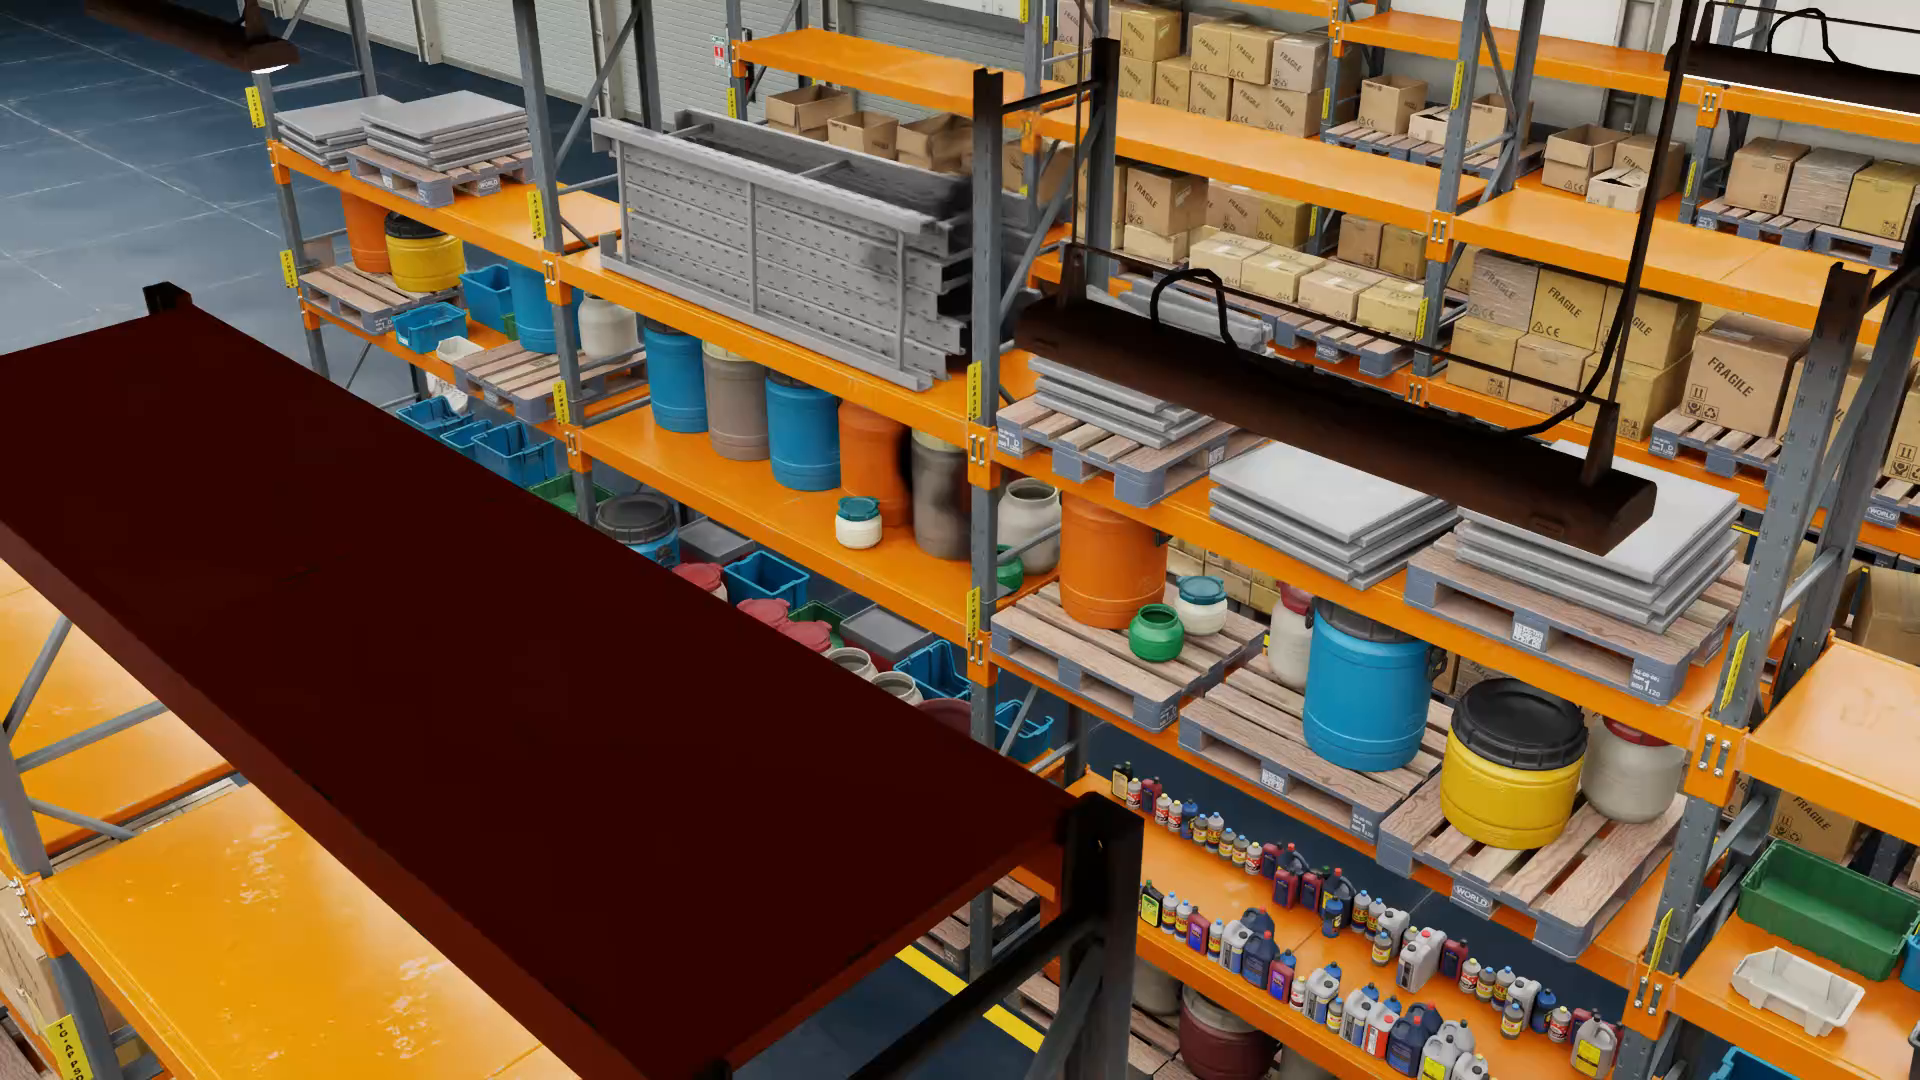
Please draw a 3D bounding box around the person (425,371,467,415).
[{"bbox_3d":[-5.291,-1.359,17.063,0.730,1.631,0.637,11,31,19],"label":"person"}]
